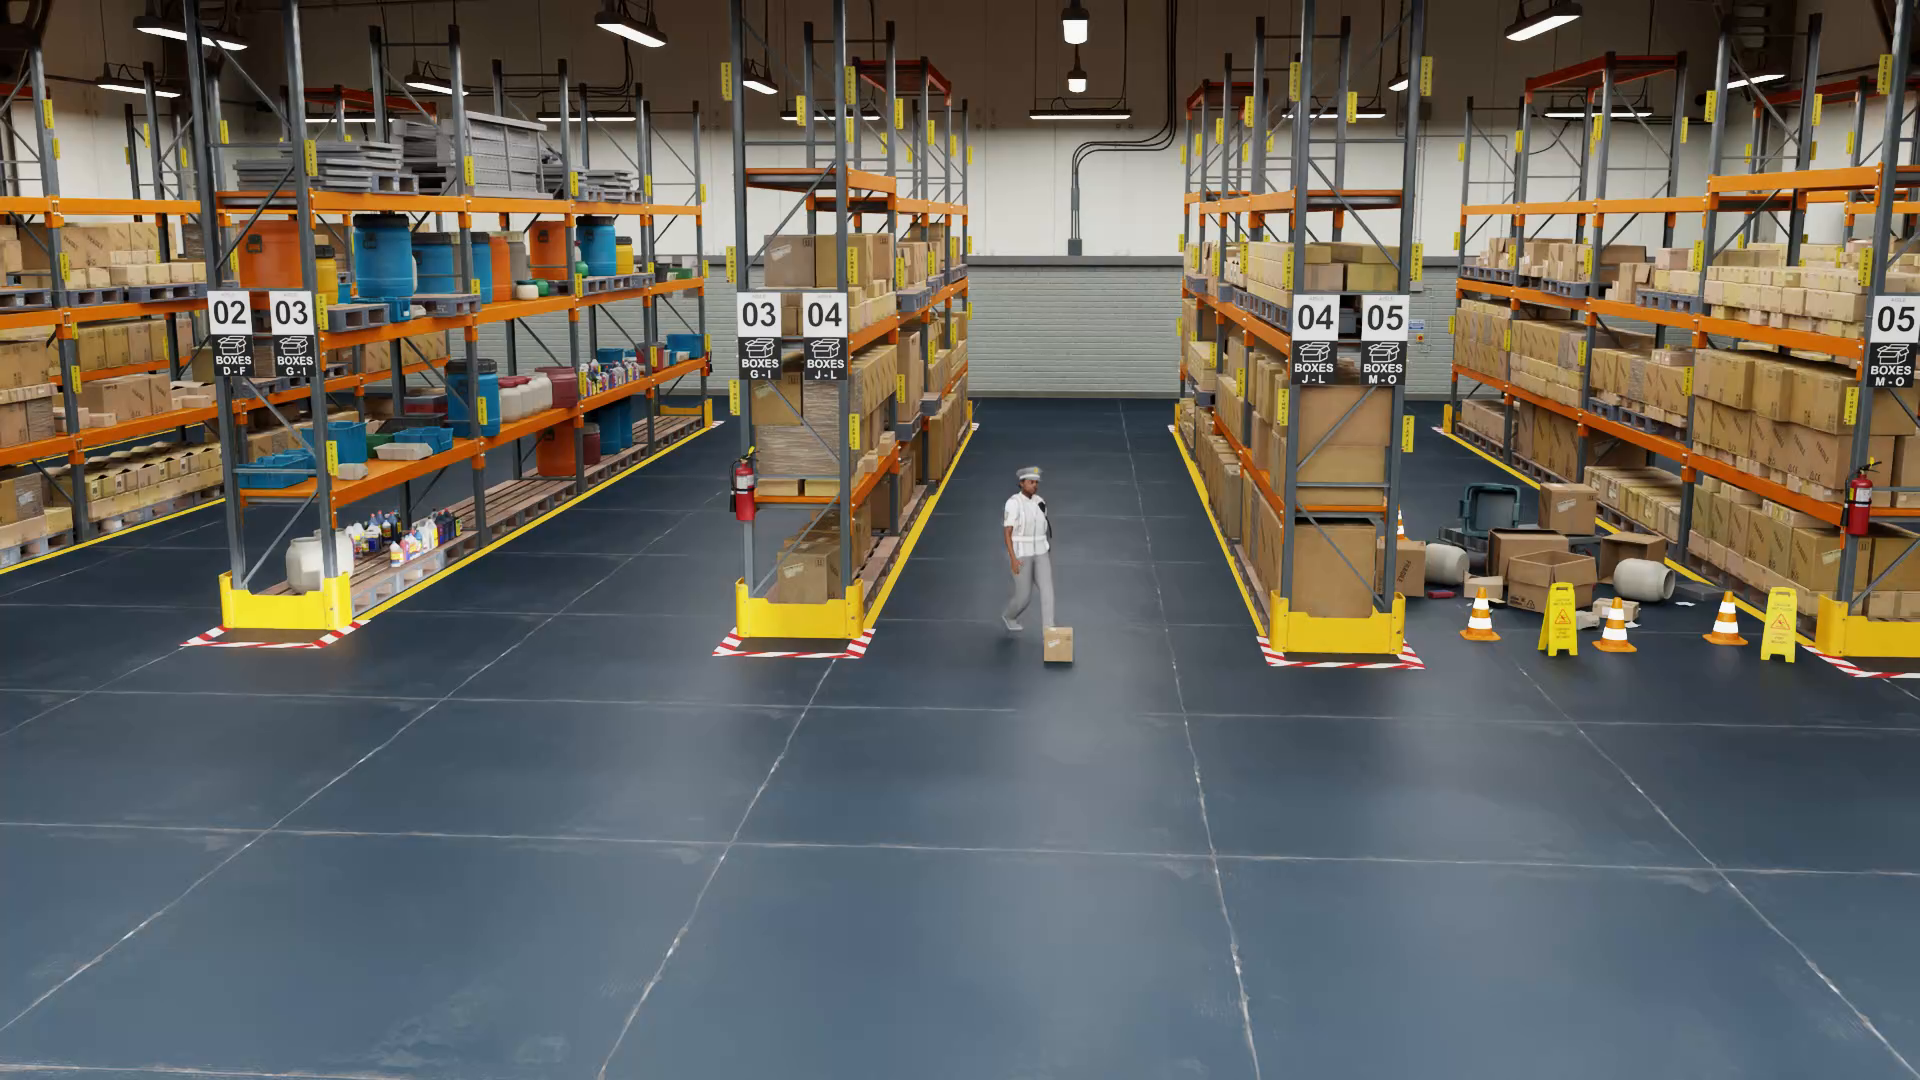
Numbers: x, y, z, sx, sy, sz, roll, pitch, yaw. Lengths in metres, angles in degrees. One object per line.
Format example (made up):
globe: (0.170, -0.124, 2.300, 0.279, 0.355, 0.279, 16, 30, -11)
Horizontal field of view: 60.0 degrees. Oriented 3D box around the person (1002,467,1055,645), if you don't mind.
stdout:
person: (0.682, 0.149, 15.217, 0.497, 1.616, 0.878, -5, 12, -26)
